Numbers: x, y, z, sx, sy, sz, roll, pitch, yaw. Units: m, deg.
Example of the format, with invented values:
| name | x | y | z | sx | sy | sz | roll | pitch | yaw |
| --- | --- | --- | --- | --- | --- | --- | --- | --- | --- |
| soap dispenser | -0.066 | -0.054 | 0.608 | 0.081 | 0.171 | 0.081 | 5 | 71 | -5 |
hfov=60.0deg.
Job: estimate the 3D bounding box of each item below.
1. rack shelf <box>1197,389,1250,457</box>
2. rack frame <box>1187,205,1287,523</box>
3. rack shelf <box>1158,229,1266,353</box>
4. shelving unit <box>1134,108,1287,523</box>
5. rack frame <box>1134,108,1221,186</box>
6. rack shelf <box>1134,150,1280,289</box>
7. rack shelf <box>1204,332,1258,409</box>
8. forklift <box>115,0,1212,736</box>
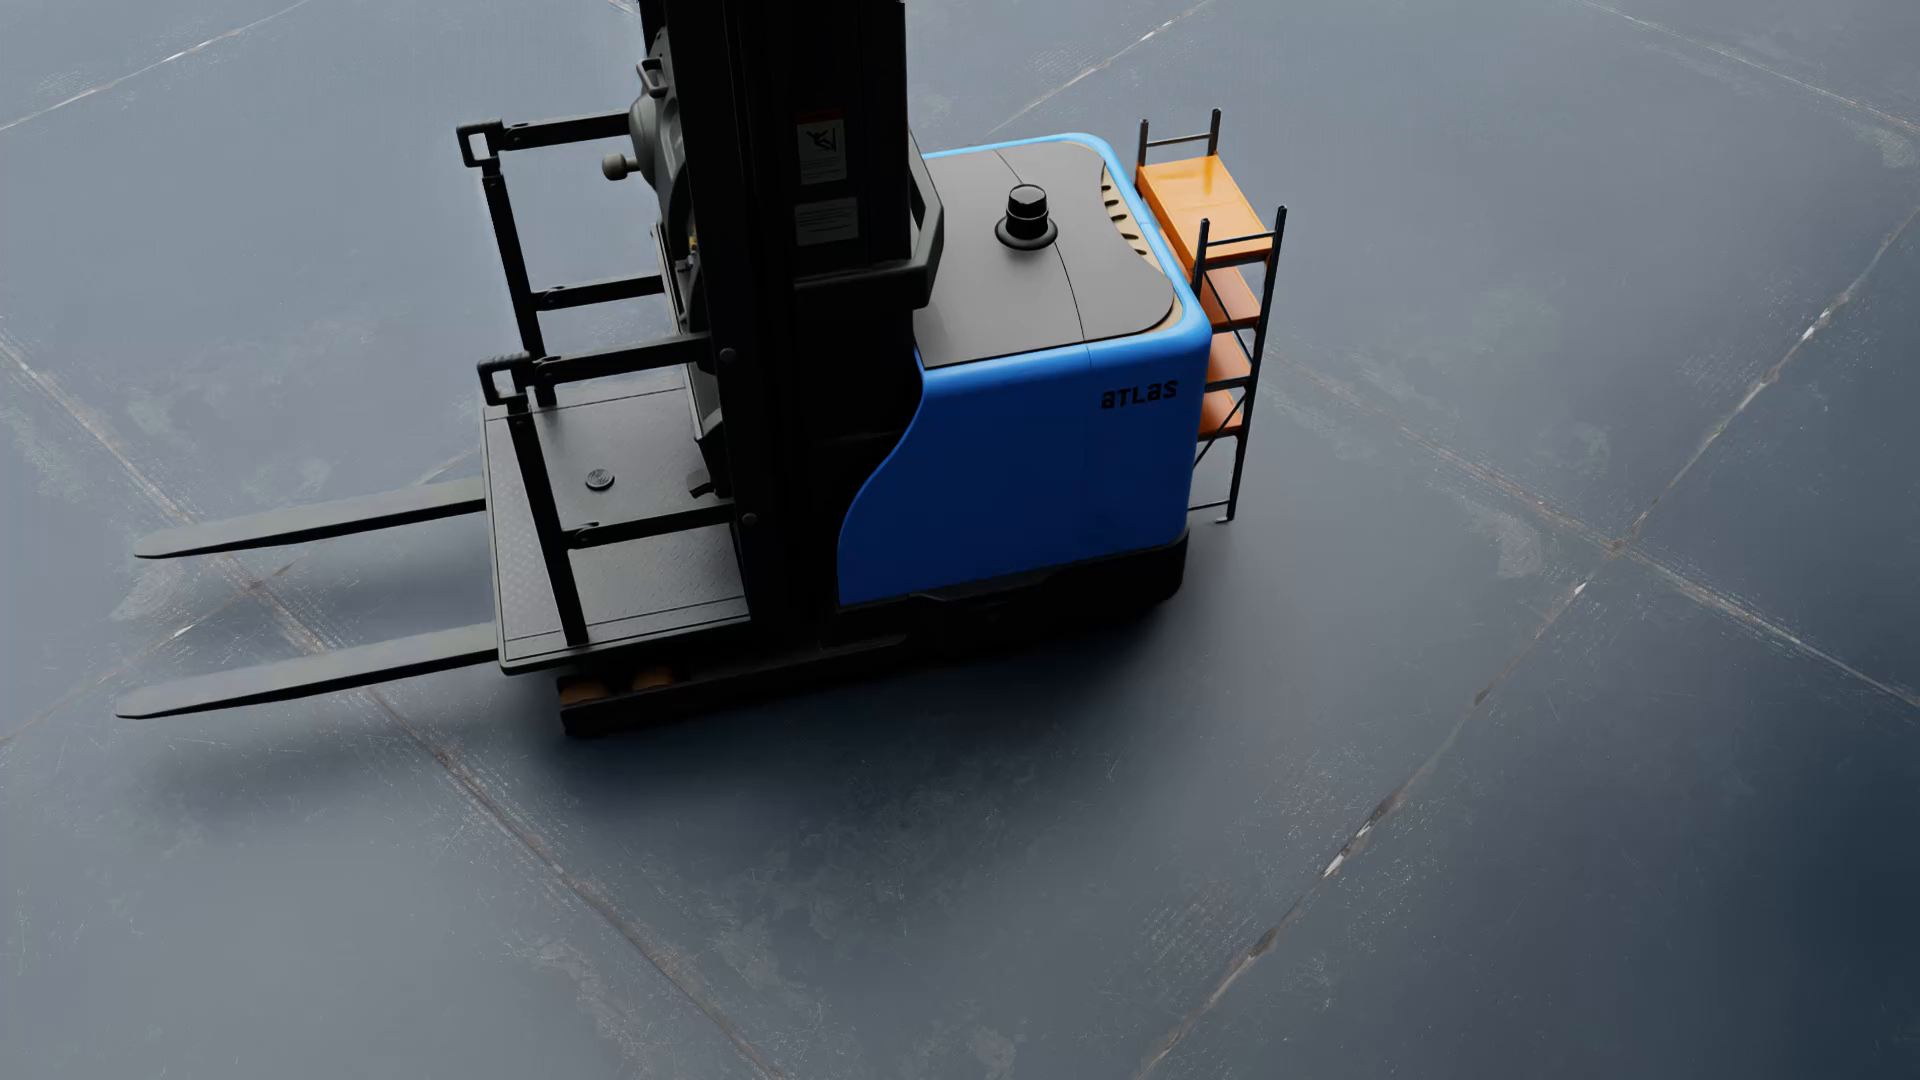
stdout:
| name | x | y | z | sx | sy | sz | roll | pitch | yaw |
| --- | --- | --- | --- | --- | --- | --- | --- | --- | --- |
| rack shelf | 0.693 | -0.447 | 5.211 | 0.258 | 0.148 | 0.480 | -11 | 48 | -10 |
| rack frame | 0.756 | -0.457 | 4.856 | 0.240 | 1.200 | 0.015 | -11 | 48 | -10 |
| rack shelf | 0.693 | -0.736 | 4.904 | 0.258 | 0.148 | 0.480 | -11 | 48 | -10 |
| shelving unit | 0.693 | -0.629 | 5.018 | 0.258 | 1.200 | 0.503 | -11 | 48 | -10 |
| rack frame | 0.630 | -0.801 | 5.179 | 0.240 | 1.200 | 0.015 | -11 | 48 | -10 |
| rack shelf | 0.693 | -0.898 | 4.731 | 0.258 | 0.148 | 0.480 | -11 | 48 | -10 |
| rack shelf | 0.693 | -0.583 | 5.067 | 0.258 | 0.148 | 0.480 | -11 | 48 | -10 |
| forklift | -0.900 | -0.883 | 4.069 | 3.031 | 2.935 | 1.130 | -11 | 48 | -10 |
